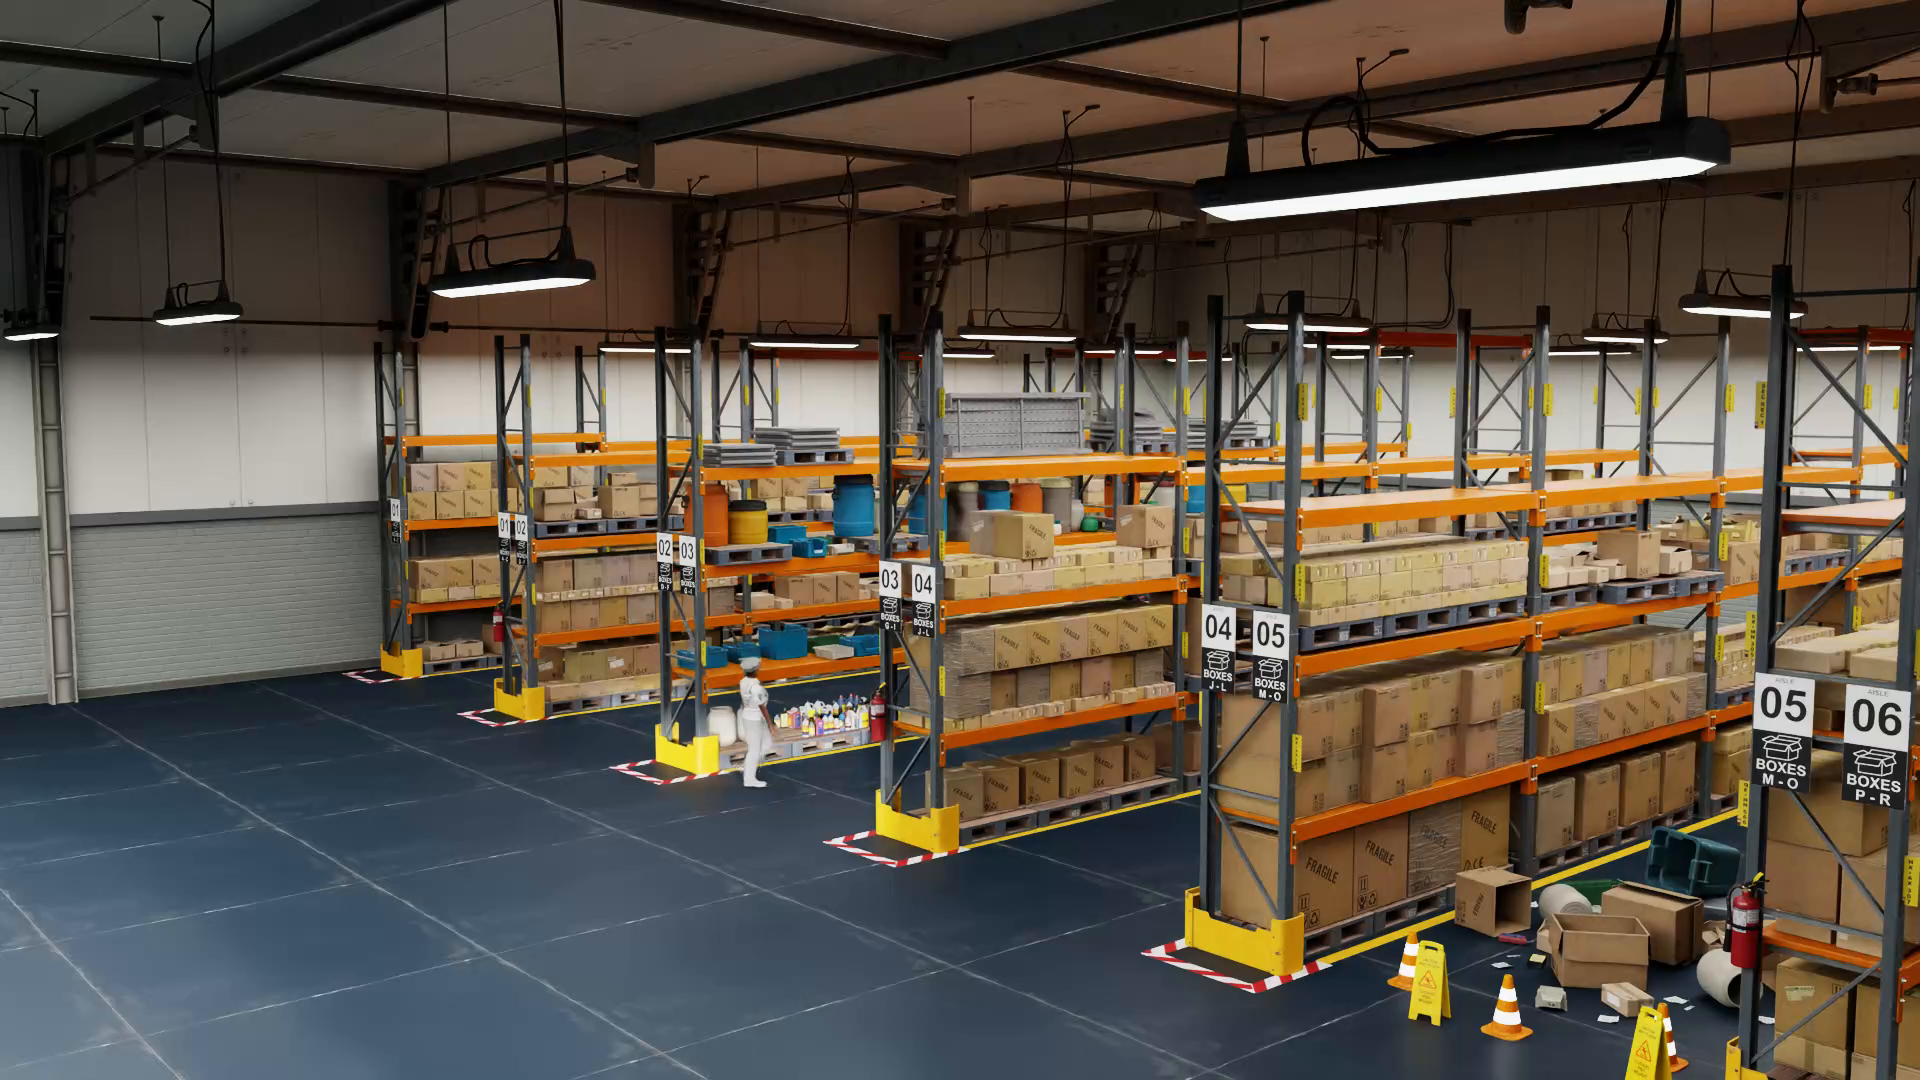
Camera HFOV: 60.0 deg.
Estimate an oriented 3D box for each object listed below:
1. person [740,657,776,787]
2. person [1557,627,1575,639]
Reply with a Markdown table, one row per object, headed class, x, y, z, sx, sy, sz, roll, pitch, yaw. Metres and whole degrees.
| class | x | y | z | sx | sy | sz | roll | pitch | yaw |
| --- | --- | --- | --- | --- | --- | --- | --- | --- | --- |
| person | -2.615 | 2.365 | 21.549 | 0.454 | 1.718 | 0.475 | -1 | 5 | -9 |
| person | 9.059 | 2.036 | 24.879 | 1.058 | 1.717 | 0.540 | -5 | 7 | -42 |
